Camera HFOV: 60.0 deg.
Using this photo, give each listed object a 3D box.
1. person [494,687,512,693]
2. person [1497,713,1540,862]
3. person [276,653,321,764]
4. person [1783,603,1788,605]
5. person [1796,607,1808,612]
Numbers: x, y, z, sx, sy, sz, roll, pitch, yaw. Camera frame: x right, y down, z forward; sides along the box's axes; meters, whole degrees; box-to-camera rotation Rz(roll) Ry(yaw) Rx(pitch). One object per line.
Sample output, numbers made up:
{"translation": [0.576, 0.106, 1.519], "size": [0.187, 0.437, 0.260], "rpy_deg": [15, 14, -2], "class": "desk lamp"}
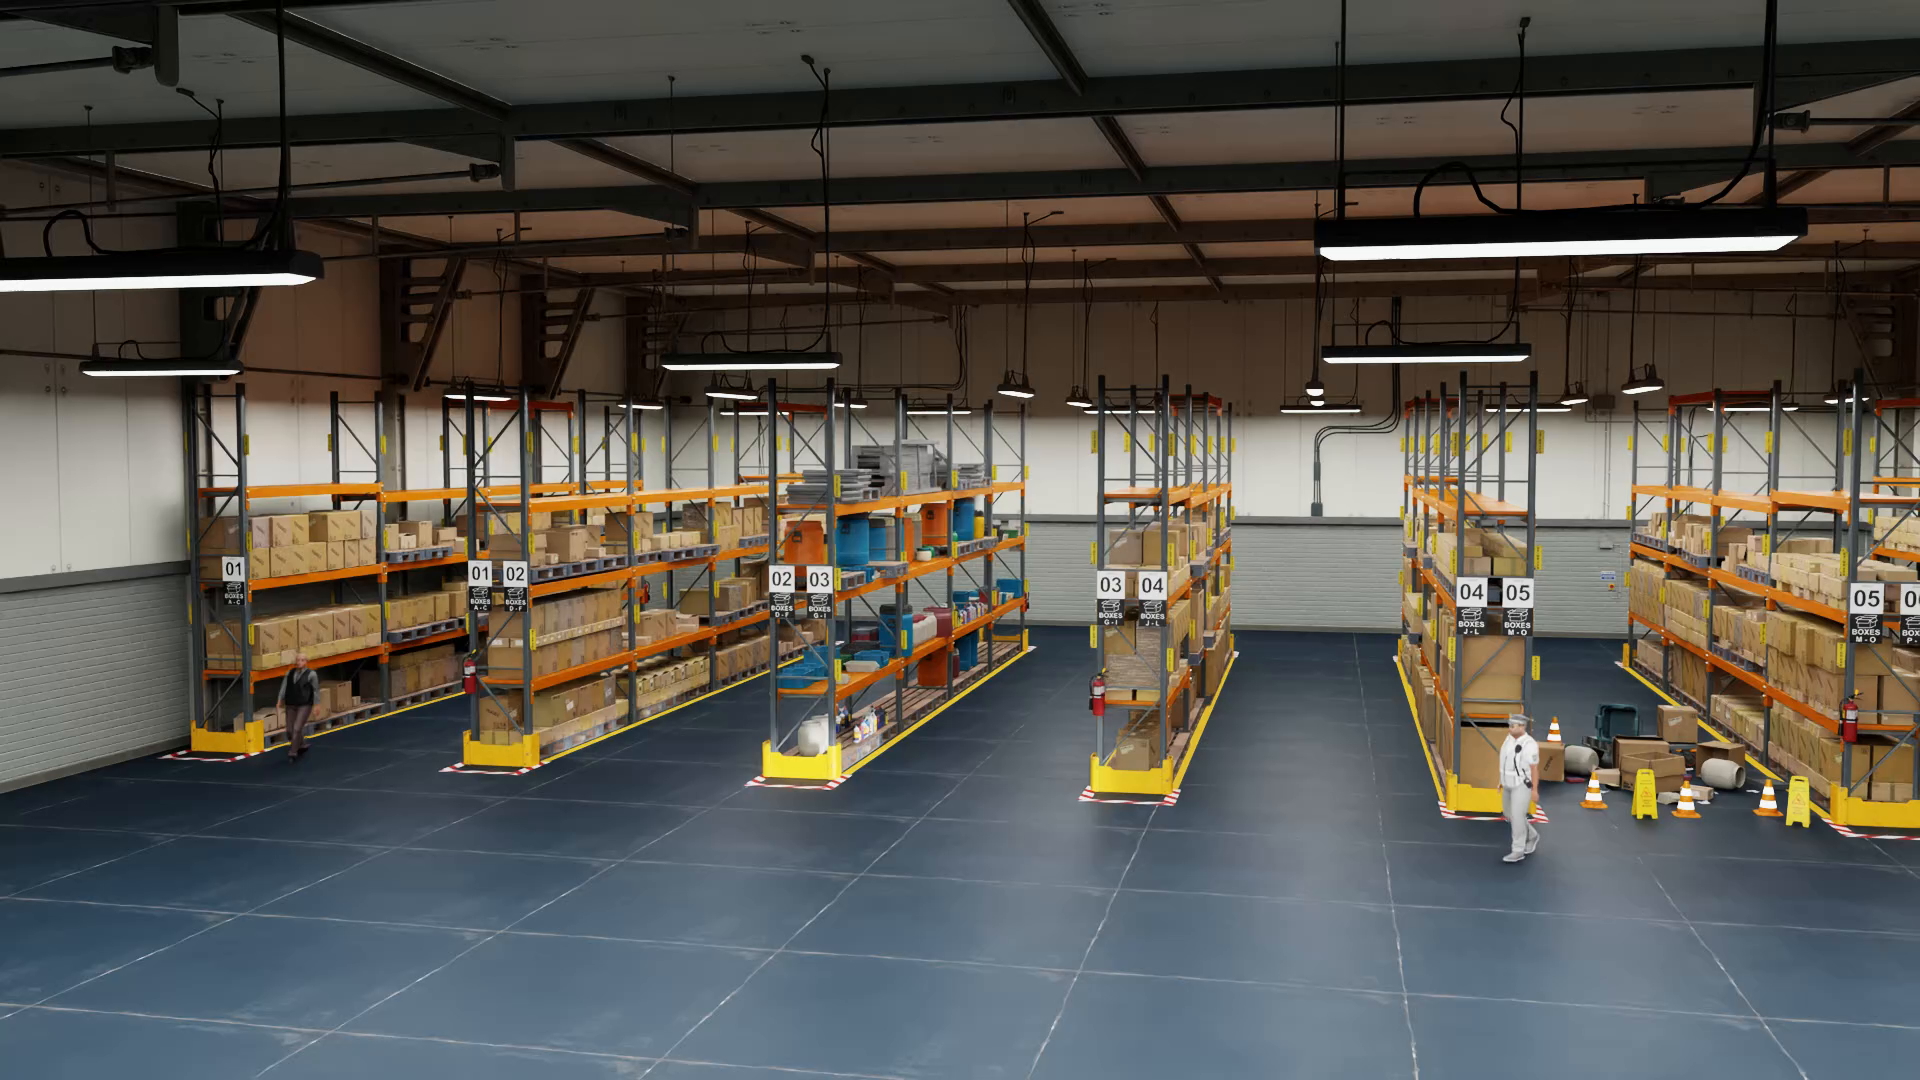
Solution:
{"translation": [-9.223, 2.194, 33.465], "size": [0.617, 1.768, 0.553], "rpy_deg": [2, 4, 31], "class": "person"}
{"translation": [6.807, 2.965, 20.148], "size": [0.738, 1.753, 0.529], "rpy_deg": [-1, 3, -18], "class": "person"}
{"translation": [-10.505, 2.662, 26.406], "size": [0.613, 1.727, 0.737], "rpy_deg": [0, 3, 4], "class": "person"}
{"translation": [17.235, 2.159, 34.619], "size": [0.619, 1.821, 0.626], "rpy_deg": [1, 3, 15], "class": "person"}
{"translation": [19.213, 1.957, 37.744], "size": [0.758, 1.764, 0.560], "rpy_deg": [1, 3, 17], "class": "person"}
